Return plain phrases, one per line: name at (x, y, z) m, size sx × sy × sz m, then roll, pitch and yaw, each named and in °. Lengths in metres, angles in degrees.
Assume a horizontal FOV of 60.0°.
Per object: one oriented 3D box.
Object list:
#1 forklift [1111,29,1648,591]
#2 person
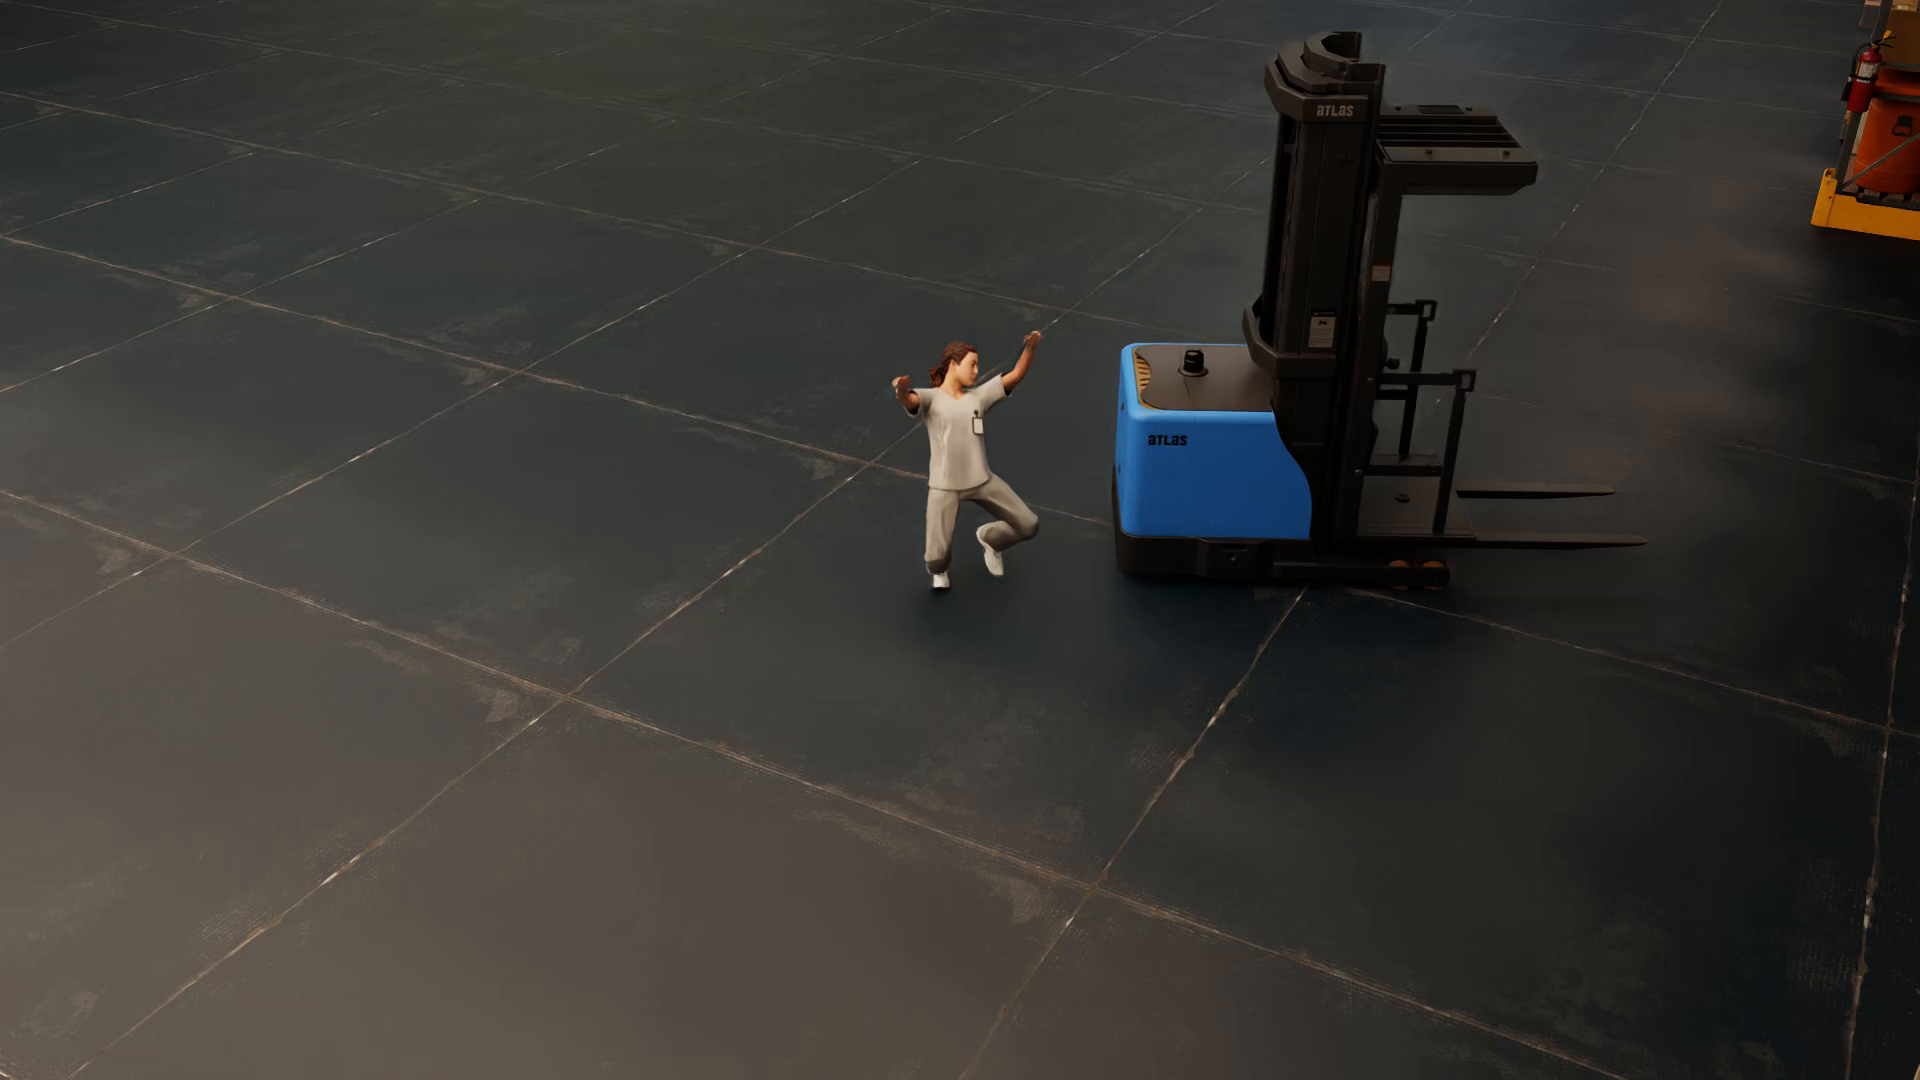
forklift at (2.441, -1.253, 9.241) m, size 3.031 × 2.935 × 1.130 m, roll 1°, pitch 30°, yaw 2°
person at (-0.028, -0.440, 9.181) m, size 0.877 × 1.556 × 0.691 m, roll -11°, pitch 32°, yaw -18°
